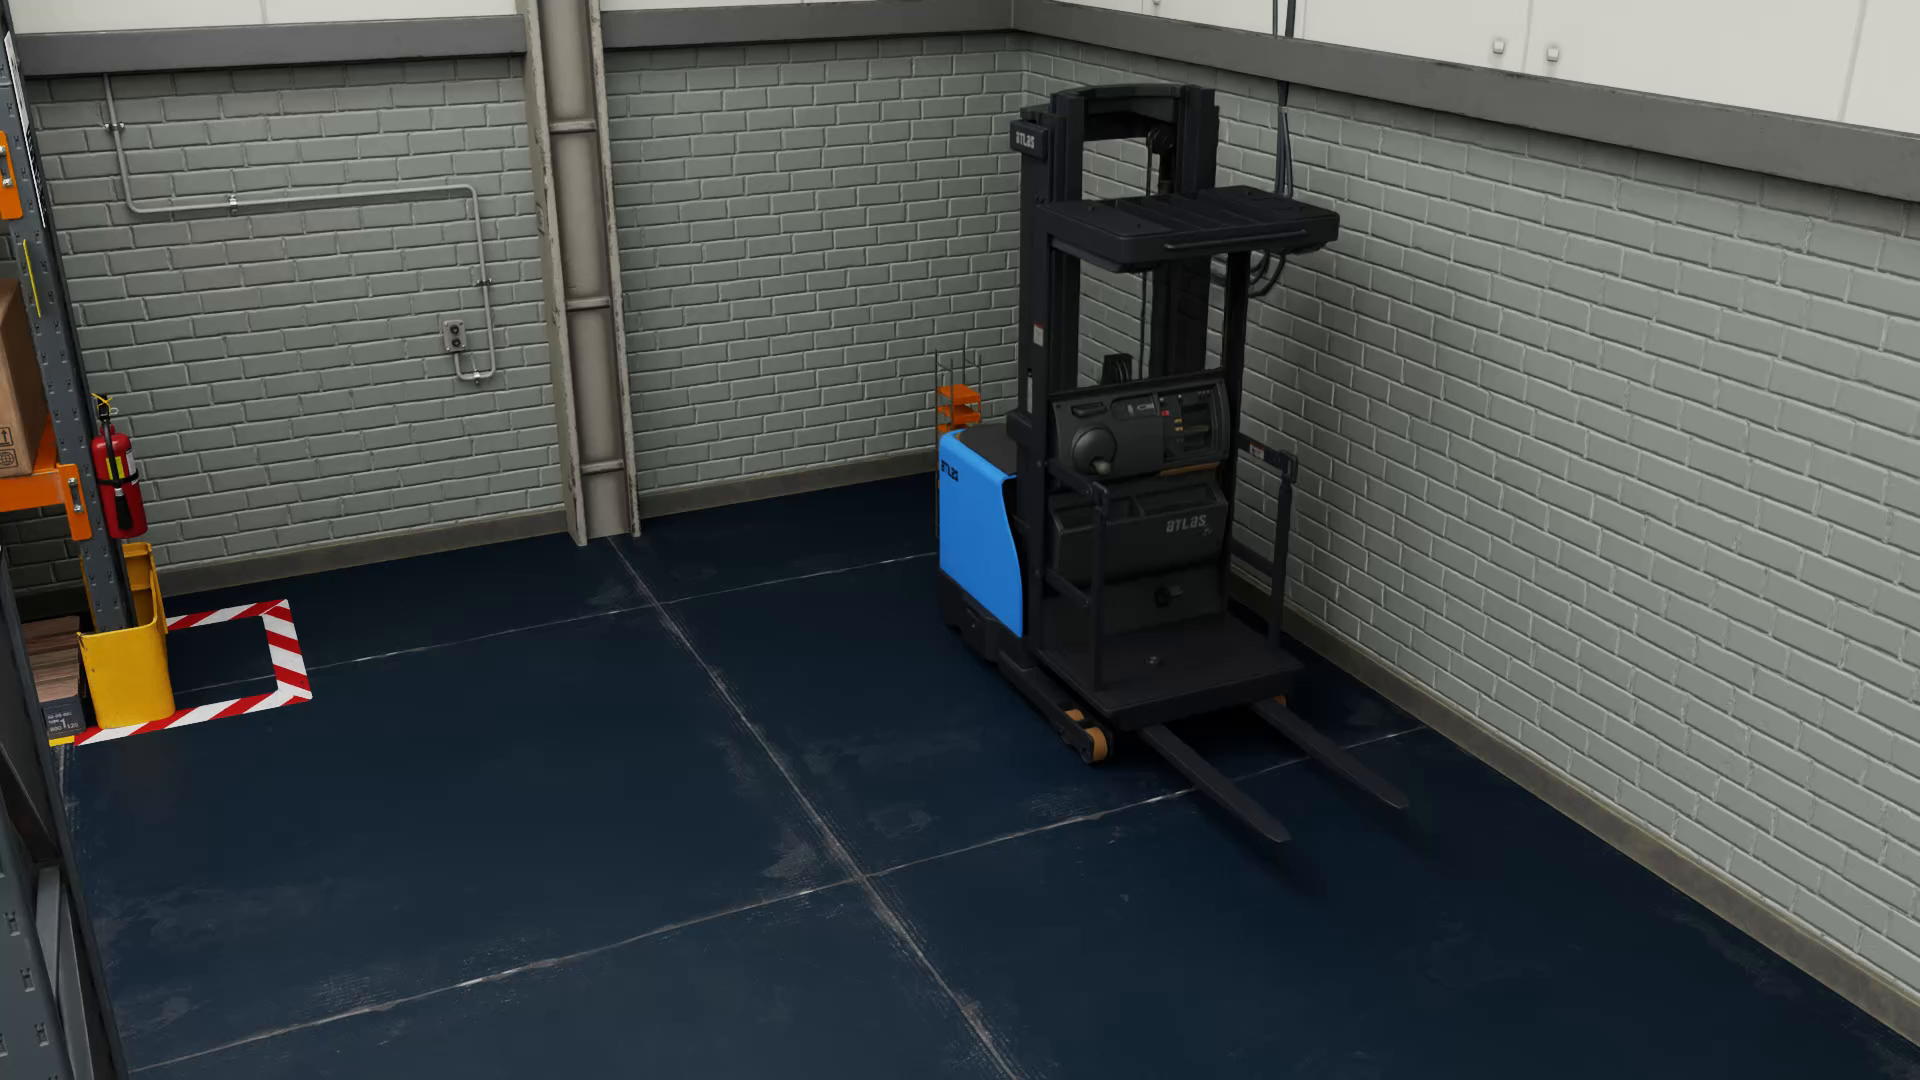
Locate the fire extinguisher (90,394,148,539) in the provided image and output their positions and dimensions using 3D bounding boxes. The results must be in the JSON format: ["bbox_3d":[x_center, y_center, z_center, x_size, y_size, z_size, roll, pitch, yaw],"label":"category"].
[{"bbox_3d":[-3.939,-0.345,7.751,0.183,0.674,0.296,-10,25,-24],"label":"fire extinguisher"}]

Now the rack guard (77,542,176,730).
[{"bbox_3d":[-4.254,0.464,8.476,0.348,0.500,1.175,-10,25,-24],"label":"rack guard"}]

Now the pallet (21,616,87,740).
[{"bbox_3d":[-4.962,0.761,8.136,1.213,0.211,1.003,-10,25,-24],"label":"pallet"}]

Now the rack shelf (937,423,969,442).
[{"bbox_3d":[-0.013,-0.622,9.986,0.180,0.103,0.258,-10,25,-24],"label":"rack shelf"}]

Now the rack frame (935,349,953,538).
[{"bbox_3d":[-0.095,-0.537,9.978,0.006,1.200,0.240,-10,25,-24],"label":"rack frame"}]

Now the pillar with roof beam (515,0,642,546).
[{"bbox_3d":[-0.351,-2.722,5.059,0.400,9.000,9.100,-10,25,-24],"label":"pillar with roof beam"}]

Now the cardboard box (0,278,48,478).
[{"bbox_3d":[-4.731,-0.738,7.718,0.700,0.700,0.980,-9,24,-21],"label":"cardboard box"}]

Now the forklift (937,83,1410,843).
[{"bbox_3d":[0.952,-0.506,7.640,1.130,2.935,3.031,-10,25,-23],"label":"forklift"}]

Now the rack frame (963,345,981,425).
[{"bbox_3d":[0.069,-0.567,10.051,0.006,1.200,0.240,-10,25,-24],"label":"rack frame"}]

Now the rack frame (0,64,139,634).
[{"bbox_3d":[-4.275,-0.687,7.989,0.127,3.000,1.000,-10,25,-24],"label":"rack frame"}]

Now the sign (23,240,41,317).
[{"bbox_3d":[-4.053,-1.142,7.264,0.005,0.325,0.100,-10,25,-24],"label":"sign"}]

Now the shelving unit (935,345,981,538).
[{"bbox_3d":[-0.013,-0.552,10.015,0.189,1.200,0.258,-10,25,-24],"label":"shelving unit"}]

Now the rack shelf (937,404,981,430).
[{"bbox_3d":[-0.013,-0.733,9.940,0.180,0.103,0.258,-10,25,-24],"label":"rack shelf"}]

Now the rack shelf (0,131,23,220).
[{"bbox_3d":[-6.078,-1.409,6.751,4.000,0.370,1.077,-10,25,-24],"label":"rack shelf"}]

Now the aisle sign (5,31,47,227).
[{"bbox_3d":[-4.080,-1.797,7.270,0.004,0.787,0.394,-10,25,-24],"label":"aisle sign"}]

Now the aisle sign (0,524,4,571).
[{"bbox_3d":[-2.190,-0.294,3.640,0.004,0.787,0.394,-10,25,-24],"label":"aisle sign"}]

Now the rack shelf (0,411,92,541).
[{"bbox_3d":[-6.078,-0.023,7.325,4.000,0.370,1.077,-10,25,-24],"label":"rack shelf"}]

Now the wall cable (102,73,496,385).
[{"bbox_3d":[-3.532,-1.695,9.095,1.851,1.984,0.084,-10,25,-24],"label":"wall cable"}]

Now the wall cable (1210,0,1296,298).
[{"bbox_3d":[0.976,-2.840,9.404,0.112,2.526,3.097,-10,25,-24],"label":"wall cable"}]

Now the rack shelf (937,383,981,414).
[{"bbox_3d":[-0.013,-0.844,9.894,0.180,0.103,0.258,-10,25,-24],"label":"rack shelf"}]

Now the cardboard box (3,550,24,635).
[{"bbox_3d":[-4.863,0.424,8.023,0.500,0.500,0.700,-10,25,-24],"label":"cardboard box"}]

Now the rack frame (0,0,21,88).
[{"bbox_3d":[-4.275,-3.459,6.841,0.127,3.000,1.000,-10,25,-24],"label":"rack frame"}]
